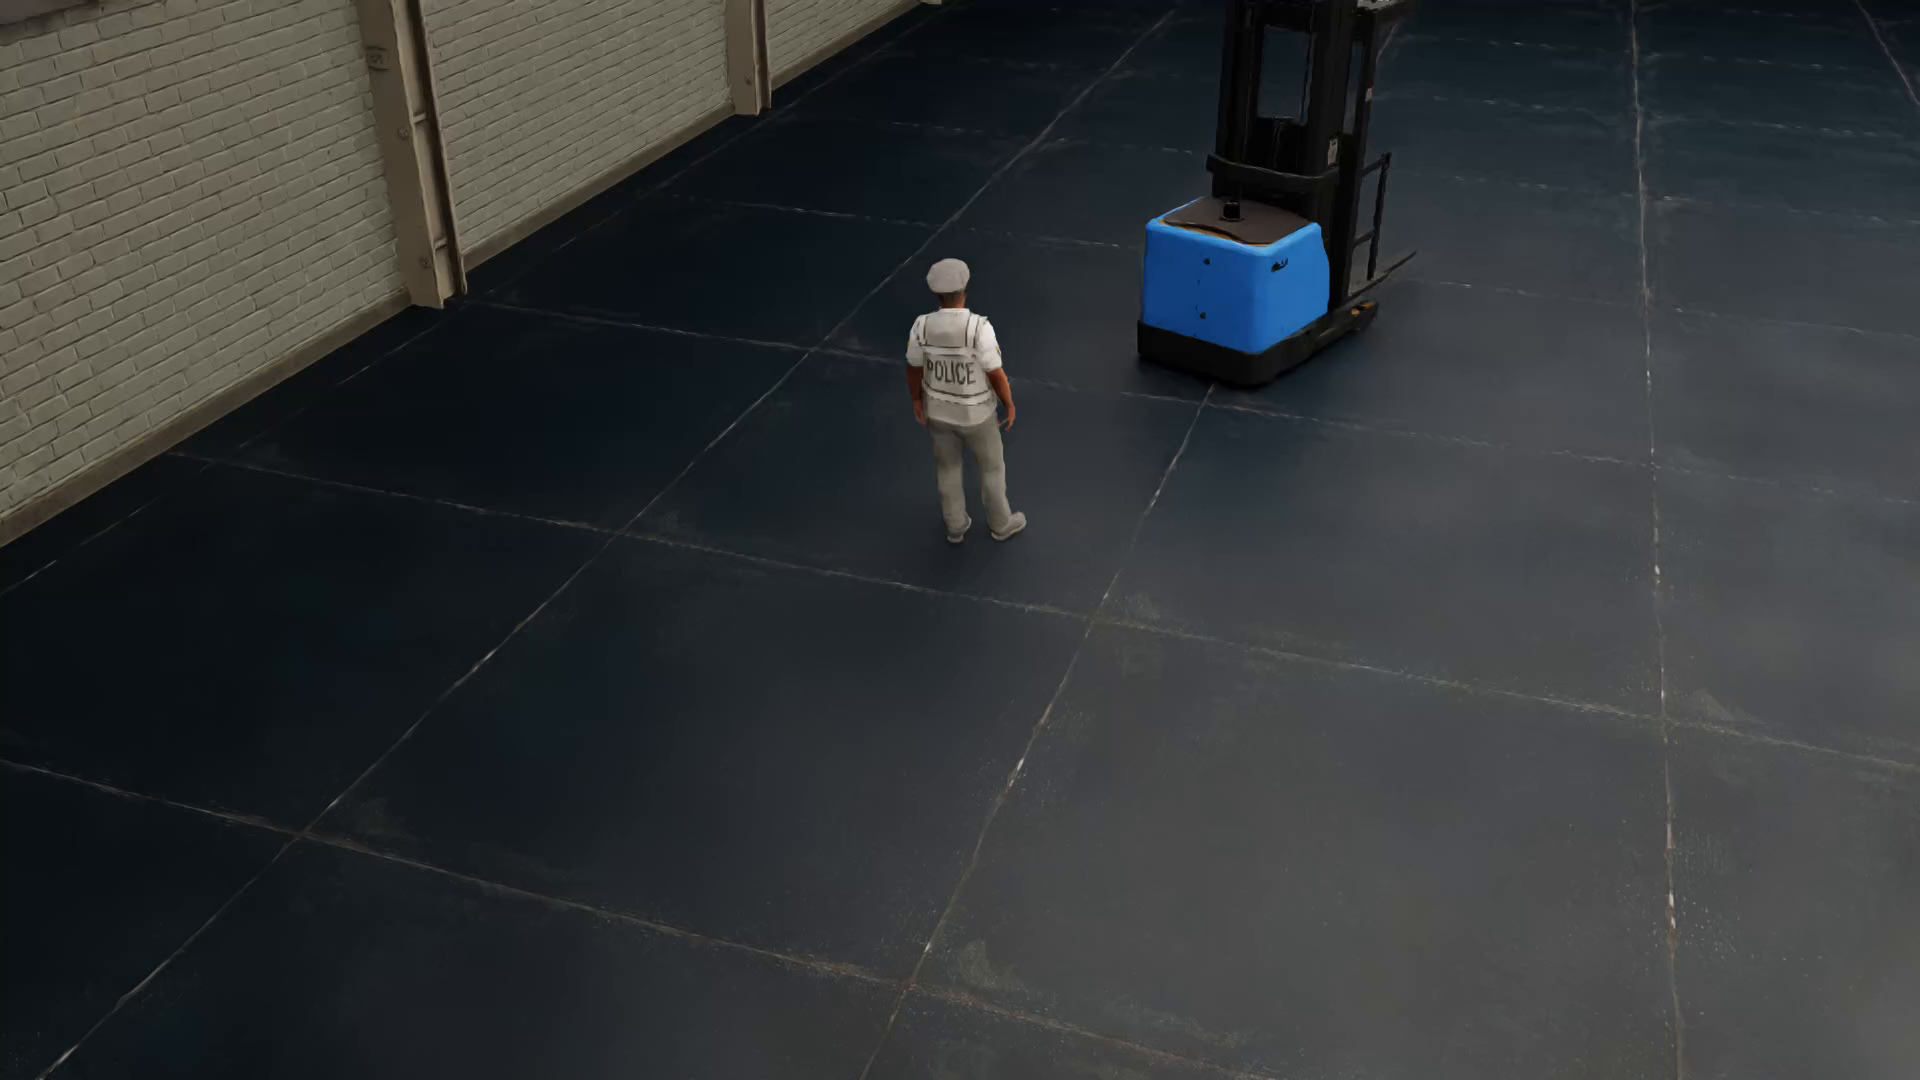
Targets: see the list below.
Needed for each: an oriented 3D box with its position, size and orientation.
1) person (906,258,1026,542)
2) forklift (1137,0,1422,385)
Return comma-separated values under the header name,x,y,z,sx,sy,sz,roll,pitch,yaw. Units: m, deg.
name,x,y,z,sx,sy,sz,roll,pitch,yaw
person,0.037,-0.814,9.712,0.640,1.778,0.574,10,31,16
forklift,2.640,-3.046,12.479,1.130,2.935,3.031,22,36,33
